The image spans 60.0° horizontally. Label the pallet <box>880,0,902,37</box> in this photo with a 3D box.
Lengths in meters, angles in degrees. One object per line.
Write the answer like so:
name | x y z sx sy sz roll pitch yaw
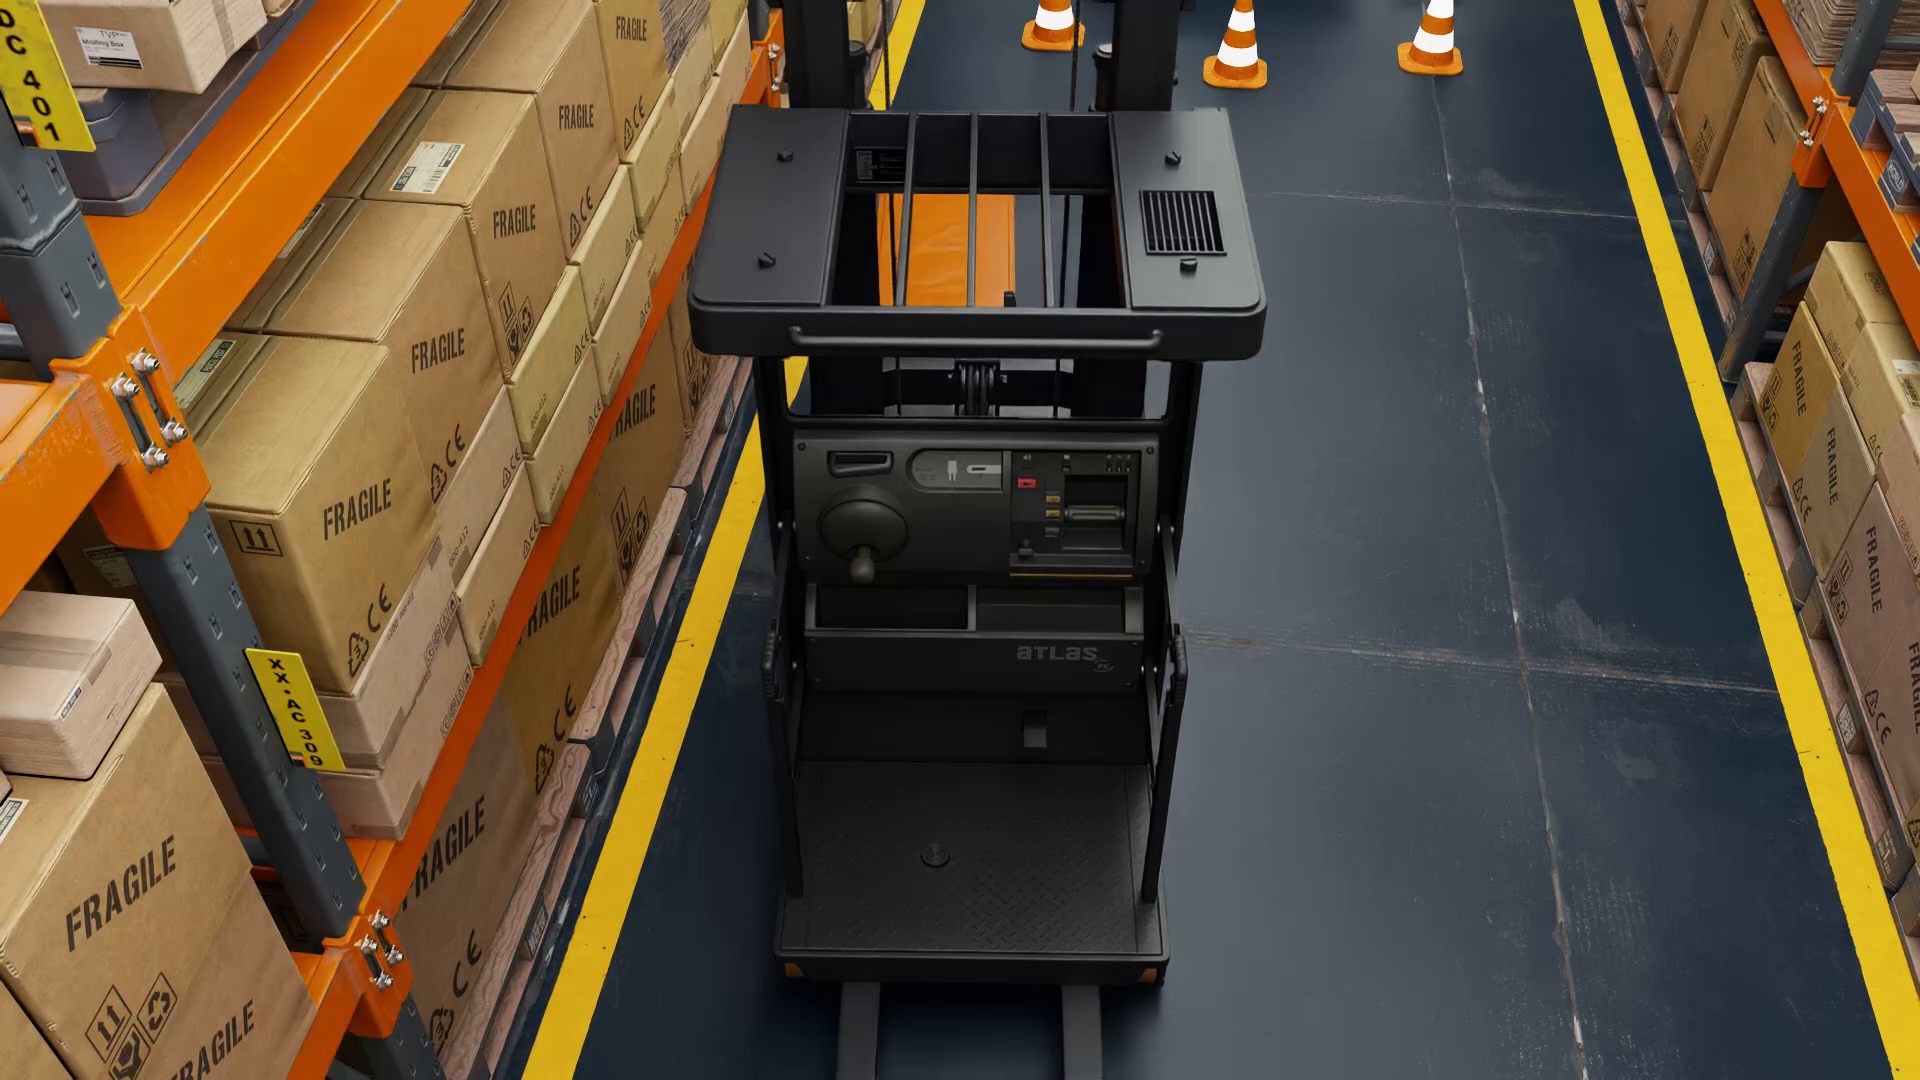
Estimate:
pallet | -0.809 -3.300 9.581 1.003 0.211 1.213 5 44 6

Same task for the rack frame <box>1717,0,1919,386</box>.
rack frame | 3.684 -1.736 5.902 1.000 3.000 0.127 5 44 6

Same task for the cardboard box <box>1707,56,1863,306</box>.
cardboard box | 3.853 -1.478 6.960 1.050 0.750 0.750 5 44 5

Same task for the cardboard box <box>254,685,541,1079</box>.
cardboard box | -1.763 0.798 4.465 0.875 0.875 0.875 6 44 7

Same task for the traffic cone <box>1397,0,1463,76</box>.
traffic cone | 2.538 -2.764 8.833 0.336 0.463 0.334 5 44 6

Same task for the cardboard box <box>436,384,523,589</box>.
cardboard box | -1.386 -0.150 3.972 0.500 0.250 0.500 6 44 6

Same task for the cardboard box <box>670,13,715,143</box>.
cardboard box | -1.113 -1.541 5.441 0.500 0.250 0.500 4 44 4

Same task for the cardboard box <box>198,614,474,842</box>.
cardboard box | -1.445 0.388 3.768 0.500 0.250 0.500 4 44 5

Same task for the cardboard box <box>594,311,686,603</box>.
cardboard box | -1.532 -0.427 5.759 0.875 0.875 0.875 6 44 6

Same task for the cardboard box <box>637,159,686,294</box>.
cardboard box | -1.180 -1.003 5.237 0.500 0.250 0.500 5 44 5

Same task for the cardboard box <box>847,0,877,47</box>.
cardboard box | -0.956 -2.719 8.546 0.950 0.372 0.625 7 44 7

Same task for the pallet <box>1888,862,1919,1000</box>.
pallet | 3.256 1.472 4.542 1.003 0.211 1.213 5 44 6

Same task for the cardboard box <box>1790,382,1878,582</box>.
cardboard box | 3.274 -0.179 5.770 0.500 0.500 0.500 6 44 6

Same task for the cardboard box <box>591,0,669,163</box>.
cardboard box | -1.177 -1.452 4.802 0.500 0.500 0.500 5 44 6

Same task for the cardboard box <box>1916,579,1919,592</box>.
cardboard box | 3.140 0.232 4.791 0.500 0.250 0.500 3 44 4

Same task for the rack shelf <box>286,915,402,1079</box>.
rack shelf | -2.030 2.233 2.233 1.077 0.370 4.000 5 44 6

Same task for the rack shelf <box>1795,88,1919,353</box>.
rack shelf | 3.419 -0.112 4.709 1.077 0.370 4.000 5 44 6

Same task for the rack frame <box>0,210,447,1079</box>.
rack frame | -1.765 0.609 3.425 1.000 3.000 0.127 5 44 6

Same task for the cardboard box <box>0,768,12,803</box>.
cardboard box | -1.633 0.383 2.392 0.380 0.149 0.250 6 44 7

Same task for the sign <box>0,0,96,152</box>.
sign | -1.215 -0.647 2.136 0.100 0.325 0.005 5 44 6

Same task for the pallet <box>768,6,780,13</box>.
pallet | -1.248 -2.543 6.893 1.213 0.211 1.003 5 44 6

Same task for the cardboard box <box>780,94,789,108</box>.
cardboard box | -1.152 -1.699 7.469 0.950 0.372 0.625 3 43 3

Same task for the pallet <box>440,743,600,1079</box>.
pallet | -1.738 1.089 4.946 1.003 0.211 1.213 5 44 6

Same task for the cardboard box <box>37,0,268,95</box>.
cardboard box | -1.352 -0.893 2.622 0.396 0.266 0.258 5 44 5

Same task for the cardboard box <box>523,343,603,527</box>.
cardboard box | -1.295 -0.313 4.508 0.500 0.250 0.500 5 44 5

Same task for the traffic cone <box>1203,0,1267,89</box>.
traffic cone | 1.469 -2.661 8.724 0.336 0.463 0.334 5 44 6

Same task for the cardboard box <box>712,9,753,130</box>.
cardboard box | -1.046 -1.694 5.967 0.500 0.250 0.500 4 44 4

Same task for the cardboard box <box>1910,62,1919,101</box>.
cardboard box | 3.424 -1.510 5.541 0.380 0.149 0.250 5 44 5

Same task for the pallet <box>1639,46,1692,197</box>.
pallet | 4.026 -2.083 8.296 1.003 0.211 1.213 5 44 6

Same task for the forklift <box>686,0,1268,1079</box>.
forklift | 0.038 0.007 4.111 1.130 2.935 3.031 1 43 1

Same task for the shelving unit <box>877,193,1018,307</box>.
shelving unit | -0.054 -0.759 6.234 0.538 1.125 1.048 1 43 1

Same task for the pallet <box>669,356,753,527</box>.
pallet | -1.415 -0.574 6.703 1.003 0.211 1.213 5 44 6

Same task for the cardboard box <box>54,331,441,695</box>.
cardboard box | -1.422 -0.064 3.336 0.500 0.500 0.500 6 44 6

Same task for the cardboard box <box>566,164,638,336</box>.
cardboard box | -1.229 -0.836 4.697 0.500 0.250 0.500 4 44 4

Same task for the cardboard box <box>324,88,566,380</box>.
cardboard box | -1.314 -0.755 4.065 0.500 0.500 0.500 4 44 4

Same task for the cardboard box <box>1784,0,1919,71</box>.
cardboard box | 3.477 -2.103 6.217 0.500 0.500 0.500 5 44 6

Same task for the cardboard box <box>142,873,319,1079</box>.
cardboard box | -1.573 0.912 3.032 0.500 0.500 0.500 6 44 6

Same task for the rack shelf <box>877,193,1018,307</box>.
rack shelf | -0.054 -0.972 6.032 0.538 0.278 1.000 1 43 1

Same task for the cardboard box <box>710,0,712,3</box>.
cardboard box | -1.046 -2.140 5.529 0.500 0.500 0.500 4 44 4

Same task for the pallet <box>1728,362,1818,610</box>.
pallet | 3.579 -0.191 6.298 1.003 0.211 1.213 5 44 6

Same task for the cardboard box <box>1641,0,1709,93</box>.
cardboard box | 4.088 -2.709 8.260 1.050 0.750 0.750 5 44 6

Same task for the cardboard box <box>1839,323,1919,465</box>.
cardboard box | 3.285 -0.459 5.521 0.500 0.250 0.500 5 44 5

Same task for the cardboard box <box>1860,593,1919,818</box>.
cardboard box | 3.143 0.519 5.032 0.500 0.500 0.500 4 44 5

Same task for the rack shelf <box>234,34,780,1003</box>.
rack shelf | -1.501 -0.493 5.112 1.077 0.370 4.000 5 44 6
